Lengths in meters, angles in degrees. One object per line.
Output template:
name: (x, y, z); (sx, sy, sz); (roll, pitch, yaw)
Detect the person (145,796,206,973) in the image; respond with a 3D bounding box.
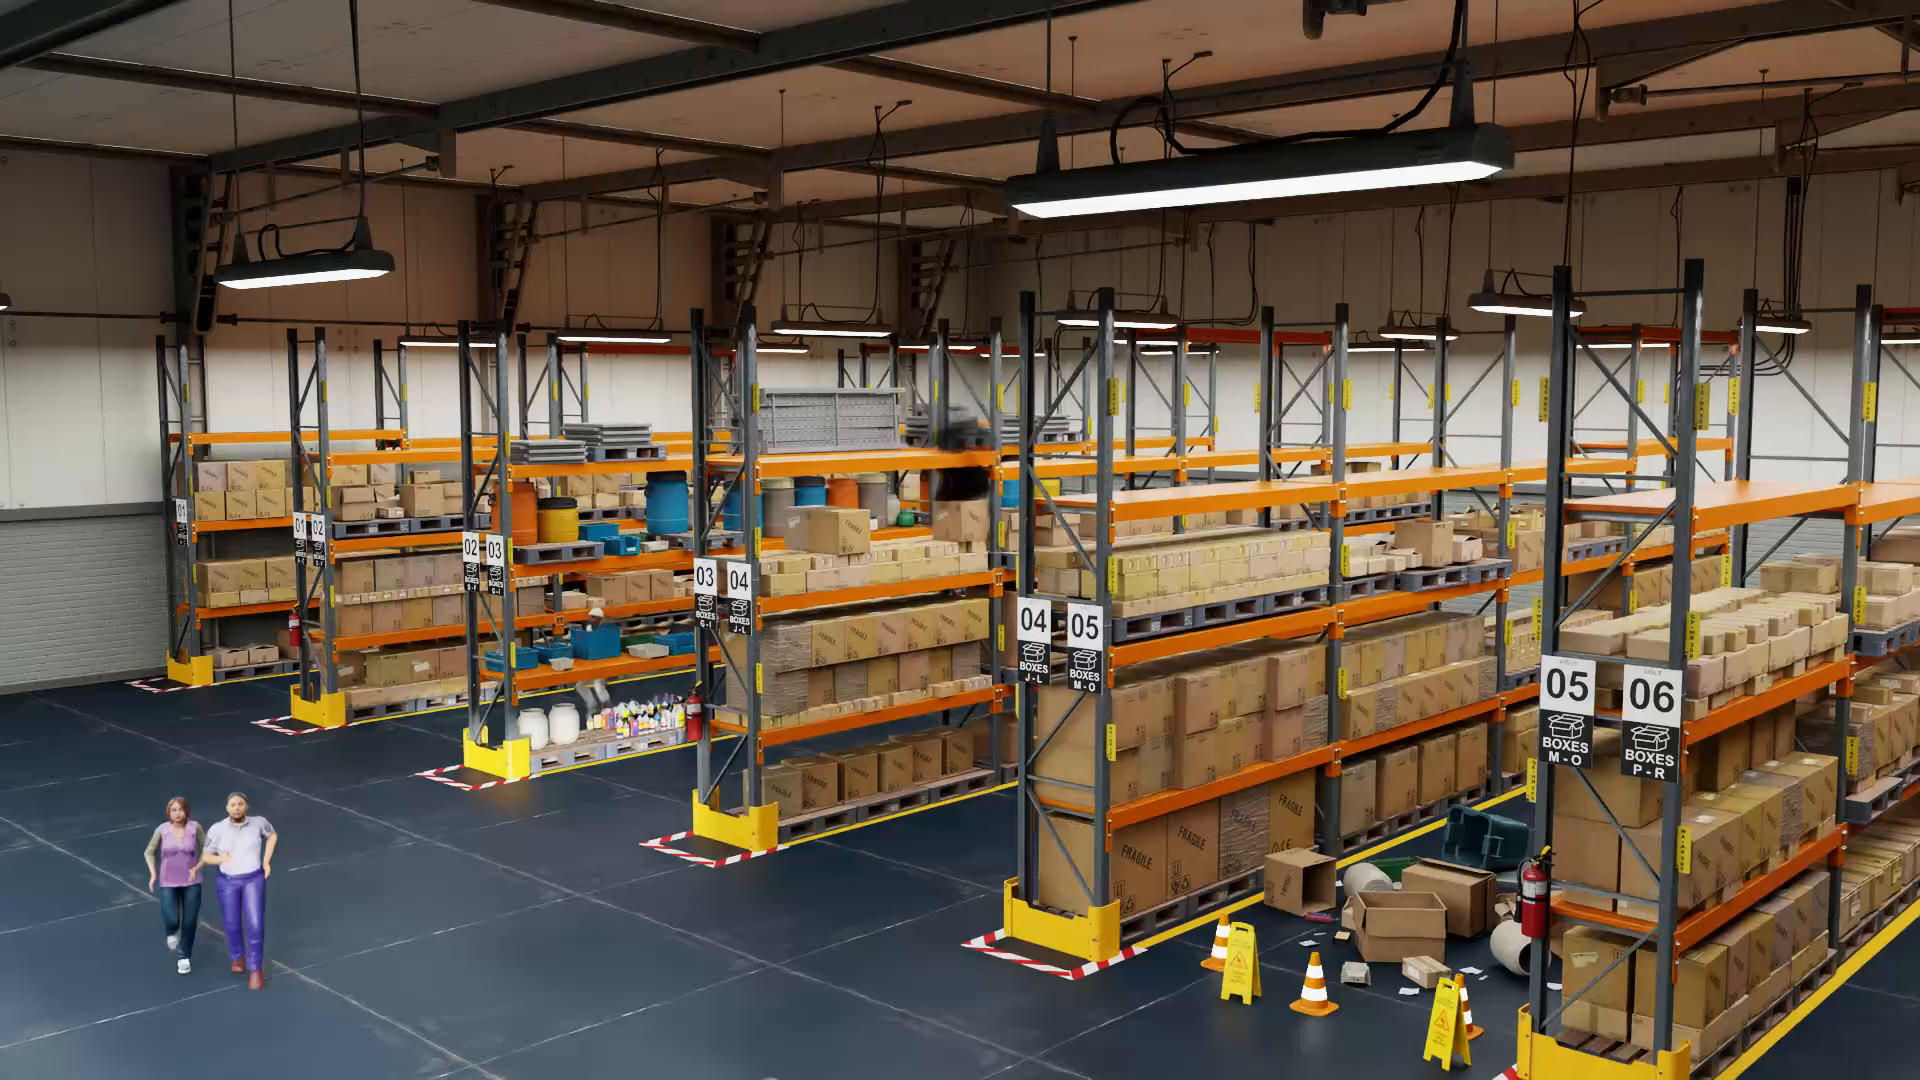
person: (-6.862, 3.027, 14.627); (0.540, 1.556, 0.543); (-3, 6, -25)

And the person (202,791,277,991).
person: (-6.198, 3.005, 14.339); (0.585, 1.700, 0.708); (-2, 6, -20)

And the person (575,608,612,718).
person: (-5.605, 1.900, 25.418); (0.679, 1.743, 0.678); (3, 6, 26)
